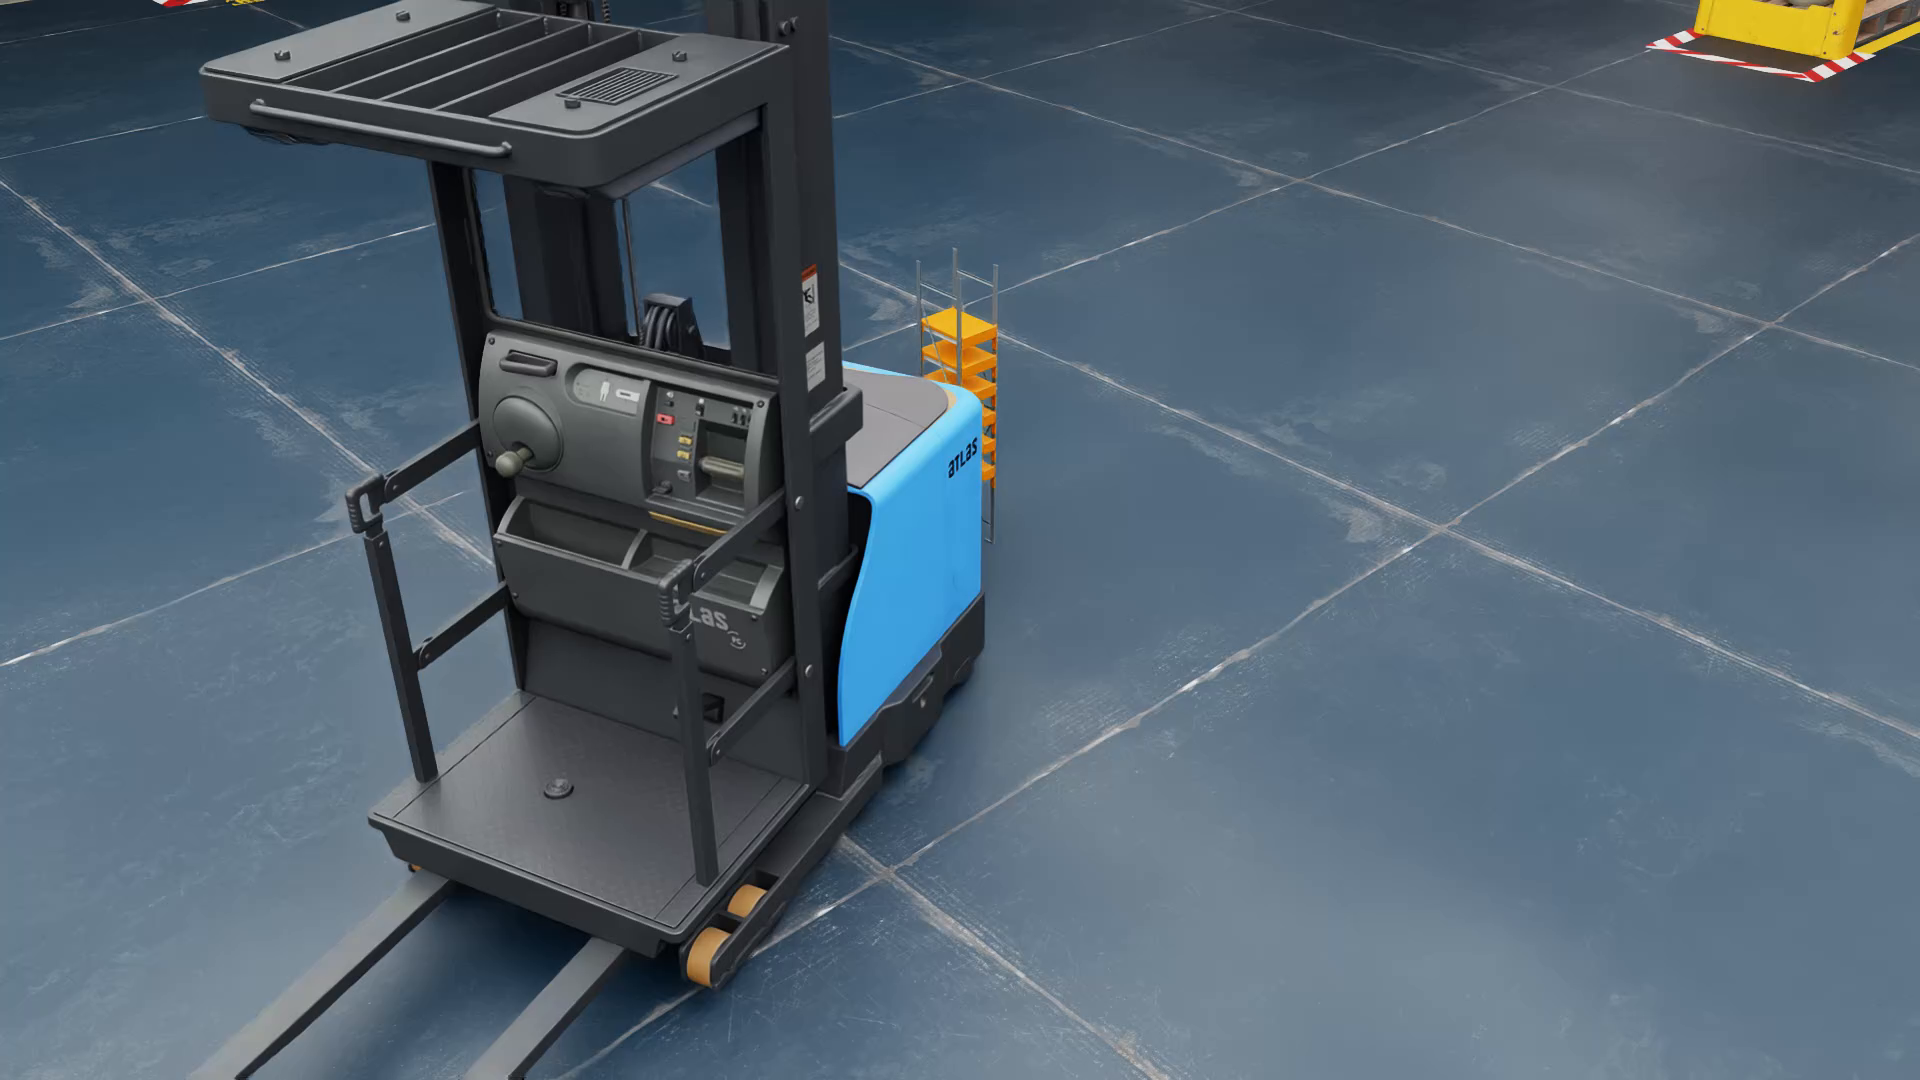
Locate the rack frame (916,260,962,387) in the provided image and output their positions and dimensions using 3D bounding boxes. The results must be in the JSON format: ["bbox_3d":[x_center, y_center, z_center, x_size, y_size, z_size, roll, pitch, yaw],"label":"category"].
[{"bbox_3d":[-0.078,-0.474,6.376,0.006,1.200,0.240,-26,40,-35],"label":"rack frame"}]

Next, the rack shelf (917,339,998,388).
[{"bbox_3d":[-0.011,-0.674,6.327,0.180,0.103,0.258,-26,40,-35],"label":"rack shelf"}]

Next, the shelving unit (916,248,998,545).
[{"bbox_3d":[-0.011,-0.507,6.429,0.189,1.200,0.258,-26,40,-35],"label":"shelving unit"}]

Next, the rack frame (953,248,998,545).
[{"bbox_3d":[0.056,-0.539,6.482,0.006,1.200,0.240,-26,40,-35],"label":"rack frame"}]

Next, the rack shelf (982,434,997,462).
[{"bbox_3d":[-0.011,-0.366,6.514,0.180,0.103,0.258,-26,40,-35],"label":"rack shelf"}]

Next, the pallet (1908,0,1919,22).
[{"bbox_3d":[7.944,-4.768,14.345,1.213,0.211,1.003,-26,40,-35],"label":"pallet"}]

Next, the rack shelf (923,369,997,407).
[{"bbox_3d":[-0.011,-0.571,6.389,0.180,0.103,0.258,-26,40,-35],"label":"rack shelf"}]

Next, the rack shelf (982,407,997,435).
[{"bbox_3d":[-0.011,-0.469,6.452,0.180,0.103,0.258,-26,40,-35],"label":"rack shelf"}]

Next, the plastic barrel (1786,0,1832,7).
[{"bbox_3d":[6.858,-4.576,13.341,0.421,0.512,0.421,0,31,0],"label":"plastic barrel"}]

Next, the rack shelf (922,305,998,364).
[{"bbox_3d":[-0.011,-0.776,6.264,0.180,0.103,0.258,-26,40,-35],"label":"rack shelf"}]

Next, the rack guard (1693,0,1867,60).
[{"bbox_3d":[6.451,-4.174,13.097,0.348,0.500,1.175,-26,40,-35],"label":"rack guard"}]

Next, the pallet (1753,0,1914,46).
[{"bbox_3d":[7.050,-4.337,13.641,1.213,0.211,1.003,-26,40,-35],"label":"pallet"}]

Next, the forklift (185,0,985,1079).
[{"bbox_3d":[-1.015,-0.253,4.355,1.130,2.935,3.031,14,34,22],"label":"forklift"}]

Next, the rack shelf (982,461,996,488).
[{"bbox_3d":[-0.011,-0.264,6.577,0.180,0.103,0.258,-26,40,-35],"label":"rack shelf"}]
